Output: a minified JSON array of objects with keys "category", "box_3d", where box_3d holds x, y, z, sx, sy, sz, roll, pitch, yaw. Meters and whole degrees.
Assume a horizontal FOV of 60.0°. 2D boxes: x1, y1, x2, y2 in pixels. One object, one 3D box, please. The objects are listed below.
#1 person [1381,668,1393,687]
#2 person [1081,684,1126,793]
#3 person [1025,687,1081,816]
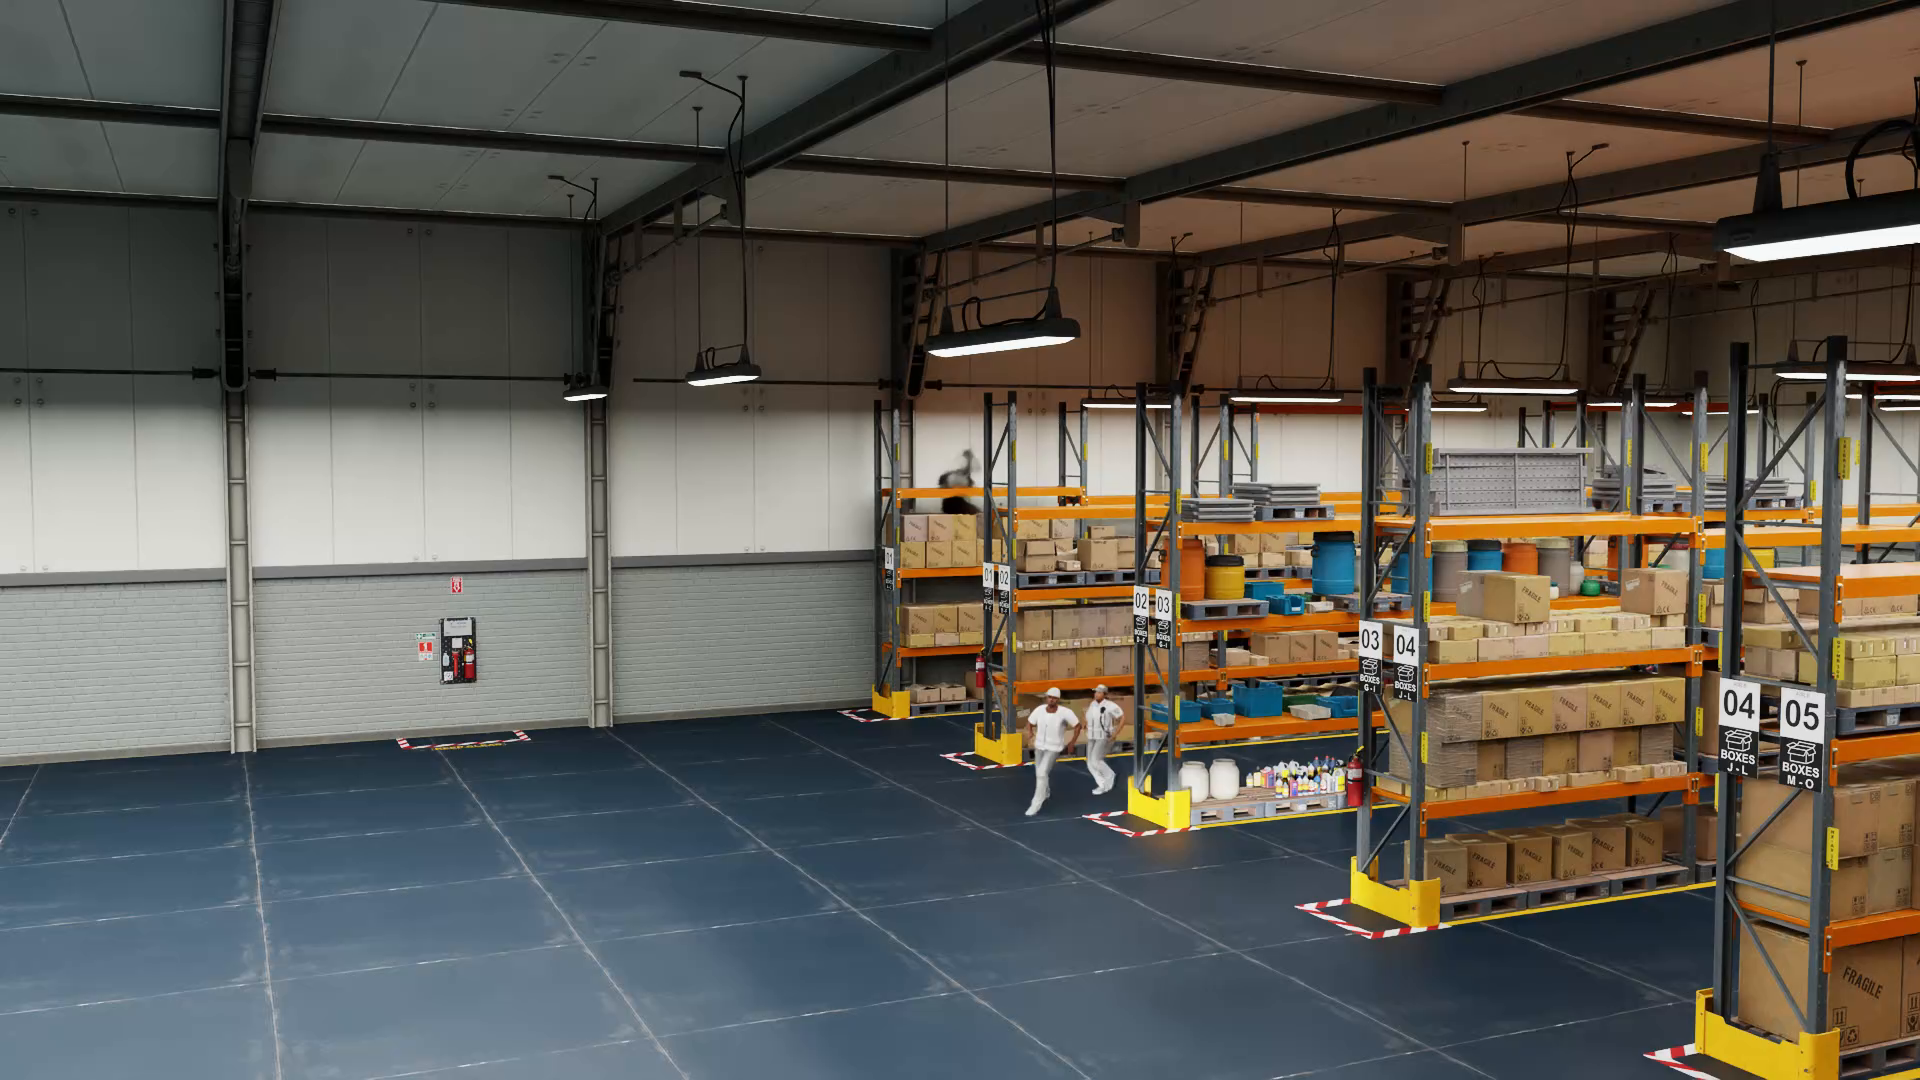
[{"category":"person","box_3d":[8.290,2.422,32.458,0.796,1.698,0.670,-2,4,-32]},{"category":"person","box_3d":[2.038,2.932,24.402,0.552,1.626,0.679,-3,5,-43]},{"category":"person","box_3d":[1.243,2.940,23.269,0.759,1.787,0.826,2,4,33]}]
